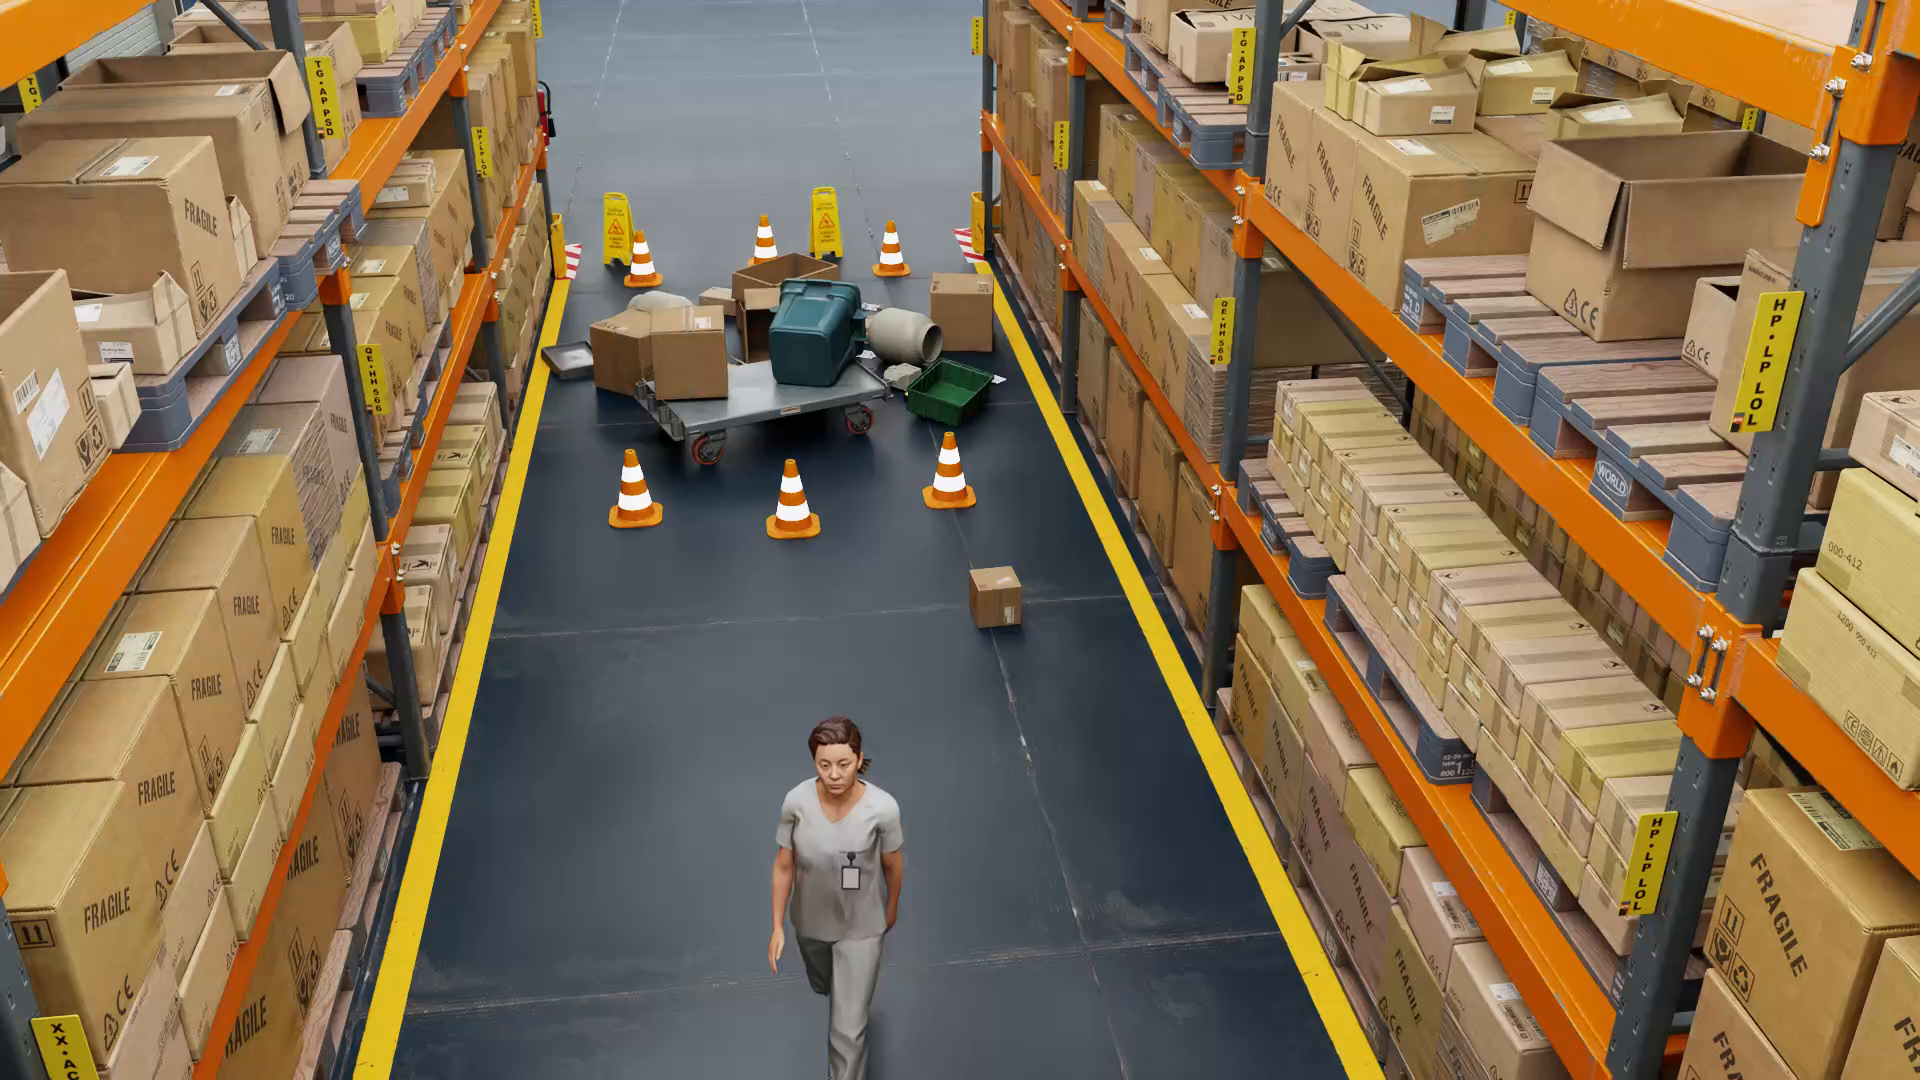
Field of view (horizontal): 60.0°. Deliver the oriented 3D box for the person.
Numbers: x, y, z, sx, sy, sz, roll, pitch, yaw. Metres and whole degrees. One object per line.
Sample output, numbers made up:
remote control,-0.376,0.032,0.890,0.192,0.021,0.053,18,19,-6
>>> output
person,-0.442,1.366,5.973,0.443,1.621,1.001,7,28,13
